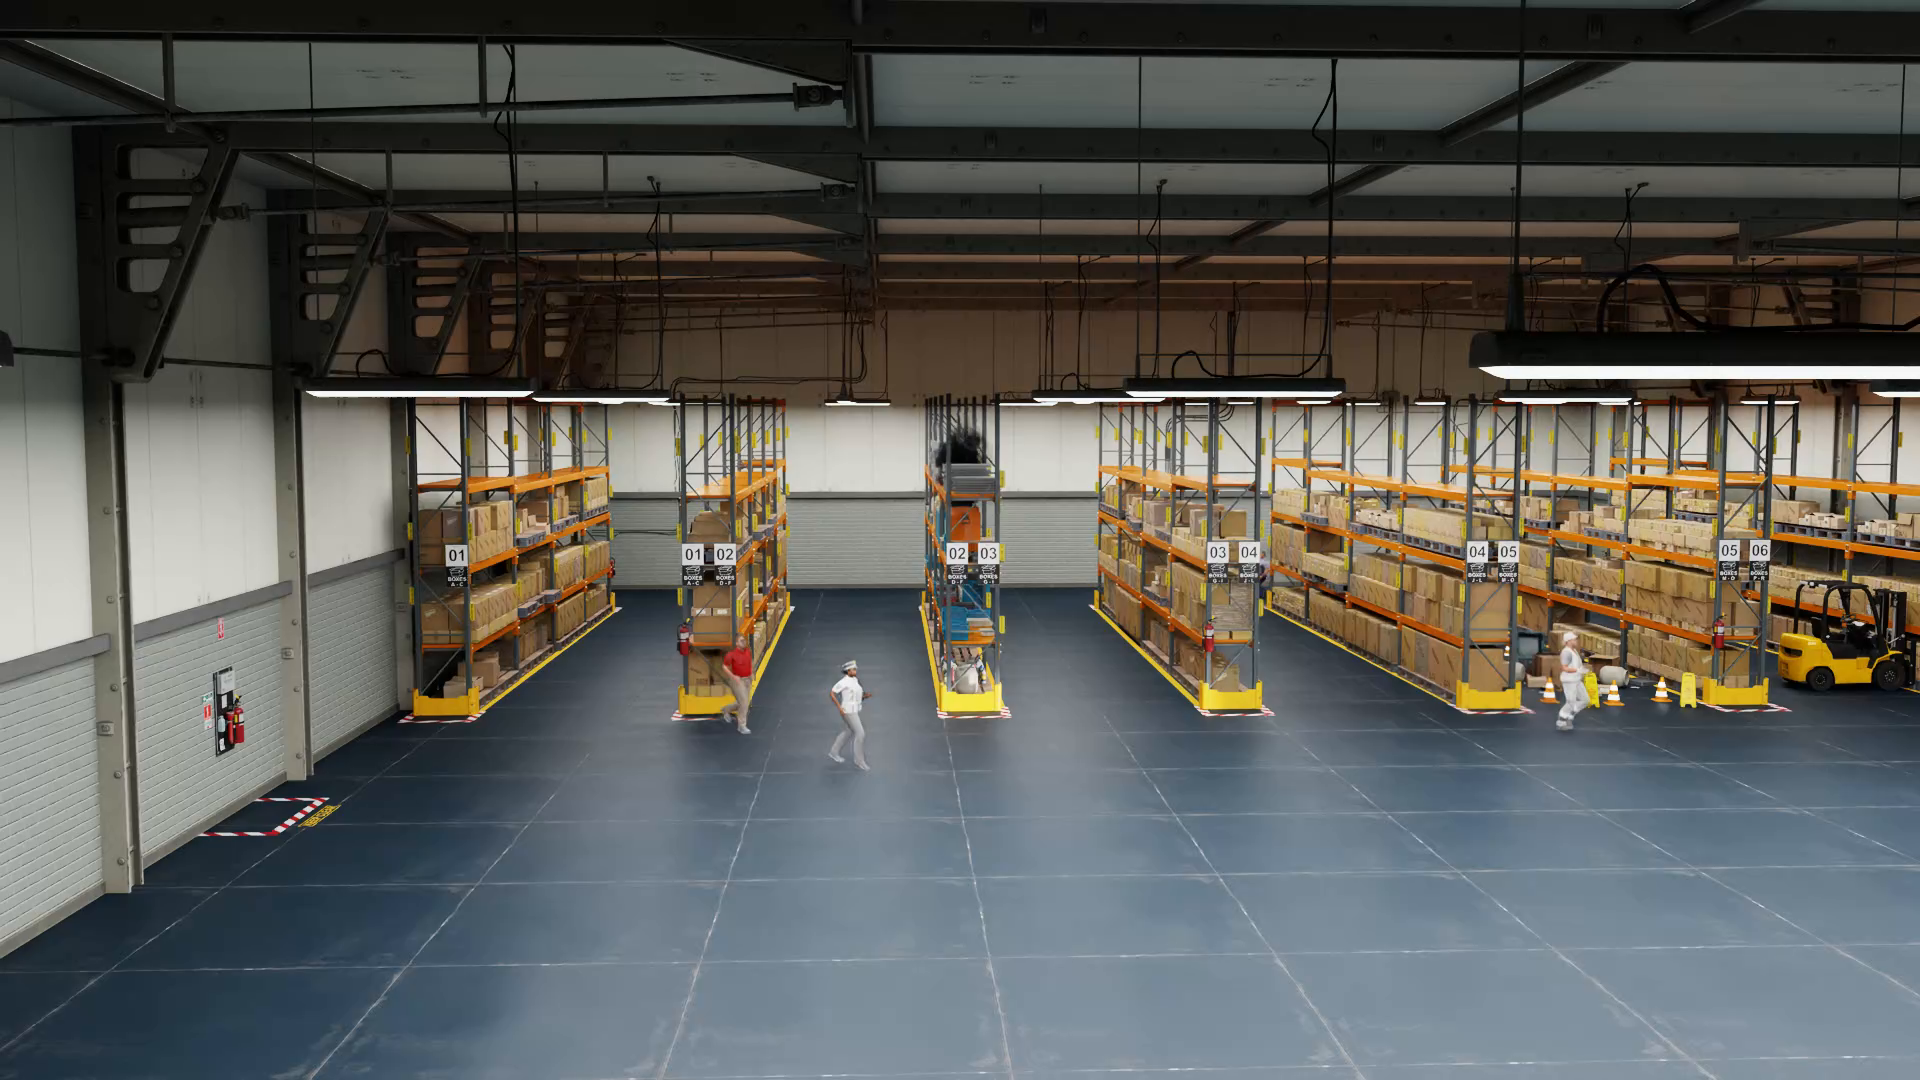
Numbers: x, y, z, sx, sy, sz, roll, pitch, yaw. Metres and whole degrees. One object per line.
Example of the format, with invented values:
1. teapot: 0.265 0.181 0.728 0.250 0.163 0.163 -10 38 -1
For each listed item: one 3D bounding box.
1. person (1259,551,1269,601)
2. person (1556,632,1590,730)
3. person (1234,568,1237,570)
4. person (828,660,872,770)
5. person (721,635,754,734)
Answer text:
1. person: 8.819 1.076 49.116 0.592 1.553 0.723 1 5 9
2. person: 10.880 2.511 29.413 0.612 1.759 0.639 4 6 40
3. person: 7.685 1.066 48.111 0.727 1.740 0.736 4 6 40
4. person: -1.764 2.784 26.496 0.781 1.755 0.538 1 5 15
5. person: -3.960 2.545 29.548 0.766 1.734 0.677 3 6 35
